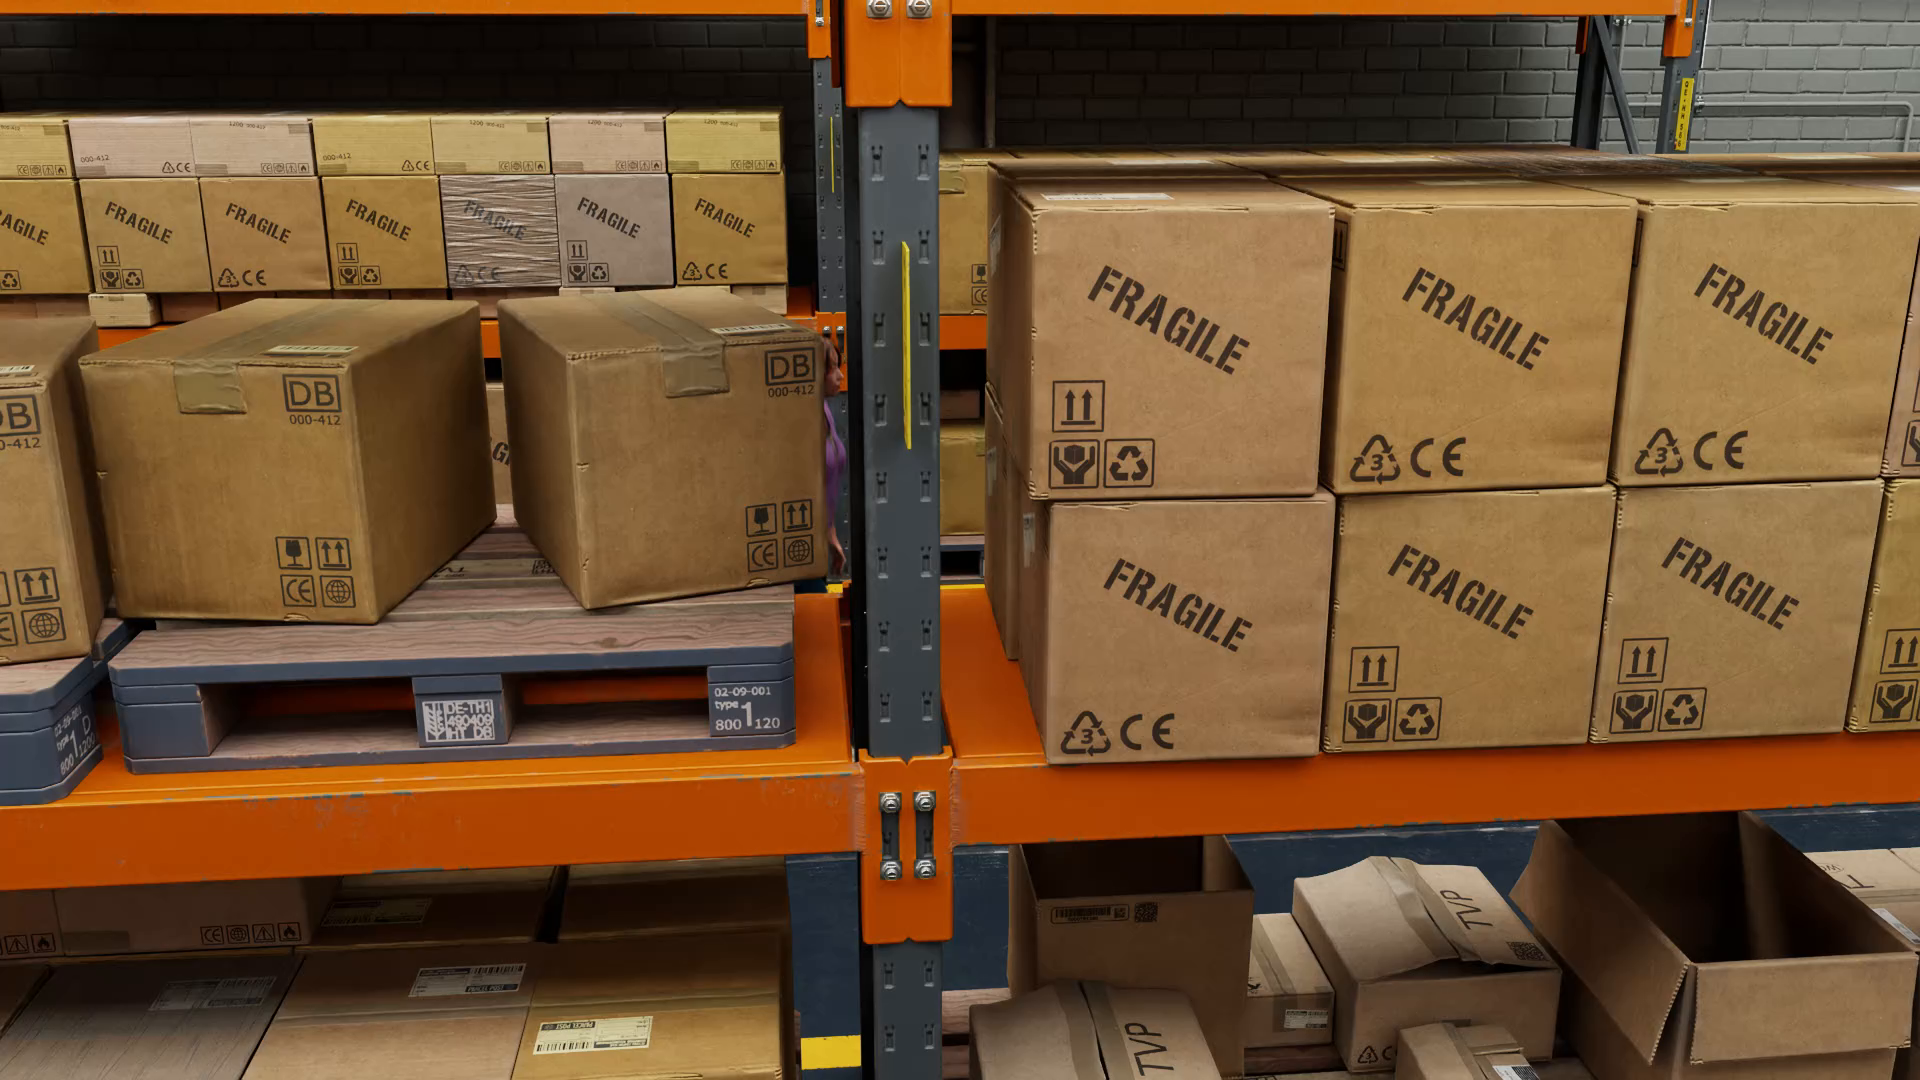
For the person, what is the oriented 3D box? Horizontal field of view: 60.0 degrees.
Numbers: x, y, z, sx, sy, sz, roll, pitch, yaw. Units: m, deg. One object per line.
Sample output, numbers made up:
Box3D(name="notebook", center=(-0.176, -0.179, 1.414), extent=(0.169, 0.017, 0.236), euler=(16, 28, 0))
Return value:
Box3D(name="person", center=(-0.572, 0.045, 5.914), extent=(0.786, 1.577, 0.444), euler=(1, 17, 5))
